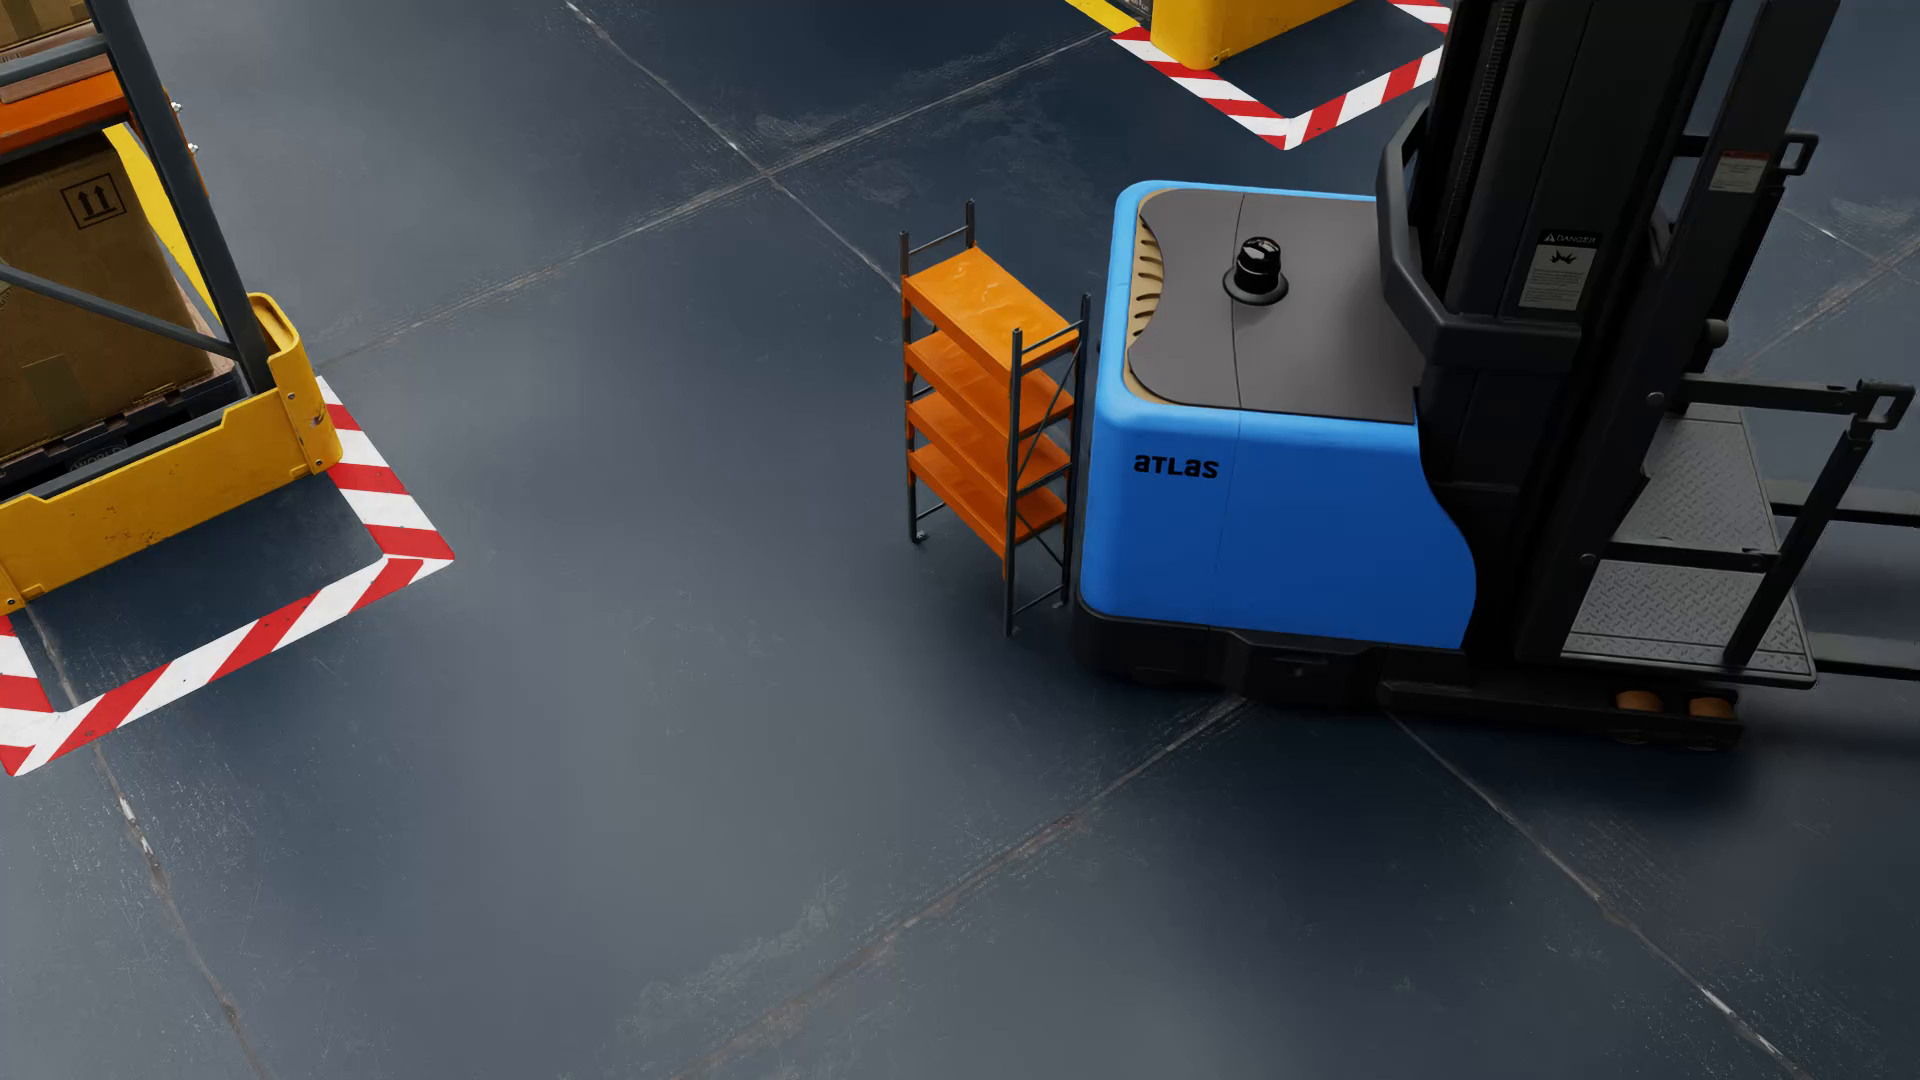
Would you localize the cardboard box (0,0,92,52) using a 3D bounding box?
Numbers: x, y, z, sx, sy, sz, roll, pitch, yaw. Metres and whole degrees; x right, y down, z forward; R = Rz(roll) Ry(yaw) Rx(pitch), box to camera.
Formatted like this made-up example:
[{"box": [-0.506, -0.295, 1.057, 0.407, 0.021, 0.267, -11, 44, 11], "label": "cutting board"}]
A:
[{"box": [-2.675, -1.583, 4.560, 0.500, 0.250, 0.500, -31, 55, -25], "label": "cardboard box"}]

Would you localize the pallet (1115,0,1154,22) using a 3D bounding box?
[{"box": [0.874, -2.918, 7.753, 1.003, 0.211, 1.213, -29, 54, -24], "label": "pallet"}]

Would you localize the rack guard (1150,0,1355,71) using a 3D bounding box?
[{"box": [1.367, -2.503, 7.181, 1.175, 0.500, 0.348, -29, 54, -24], "label": "rack guard"}]

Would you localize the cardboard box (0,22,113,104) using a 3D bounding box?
[{"box": [-2.552, -1.402, 4.666, 0.380, 0.149, 0.250, -29, 54, -24], "label": "cardboard box"}]

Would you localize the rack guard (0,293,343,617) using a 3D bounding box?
[{"box": [-2.585, -0.275, 5.162, 1.175, 0.500, 0.348, -29, 54, -24], "label": "rack guard"}]

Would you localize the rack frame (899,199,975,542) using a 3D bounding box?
[{"box": [-0.061, -0.454, 4.852, 0.240, 1.200, 0.015, -29, 54, -24], "label": "rack frame"}]

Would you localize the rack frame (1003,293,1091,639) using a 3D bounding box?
[{"box": [0.230, -0.164, 4.589, 0.240, 1.200, 0.015, -29, 54, -24], "label": "rack frame"}]

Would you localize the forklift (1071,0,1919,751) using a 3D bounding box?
[{"box": [1.882, -0.808, 4.004, 3.031, 2.935, 1.130, 5, 48, 5], "label": "forklift"}]

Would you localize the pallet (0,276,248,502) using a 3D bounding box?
[{"box": [-3.146, -0.629, 5.677, 1.003, 0.211, 1.213, -29, 54, -24], "label": "pallet"}]

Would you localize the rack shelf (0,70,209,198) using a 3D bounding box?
[{"box": [-3.811, -2.067, 5.584, 1.077, 0.370, 4.000, -29, 54, -24], "label": "rack shelf"}]

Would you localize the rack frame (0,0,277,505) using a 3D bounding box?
[{"box": [-2.600, -1.129, 4.249, 1.000, 3.000, 0.127, -29, 54, -24], "label": "rack frame"}]

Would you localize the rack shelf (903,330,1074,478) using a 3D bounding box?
[{"box": [0.085, -0.414, 4.604, 0.258, 0.148, 0.480, -29, 54, -24], "label": "rack shelf"}]

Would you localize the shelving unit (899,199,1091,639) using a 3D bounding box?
[{"box": [0.085, -0.309, 4.720, 0.258, 1.200, 0.503, -29, 54, -24], "label": "shelving unit"}]

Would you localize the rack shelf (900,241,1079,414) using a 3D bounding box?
[{"box": [0.085, -0.573, 4.429, 0.258, 0.148, 0.480, -29, 54, -24], "label": "rack shelf"}]

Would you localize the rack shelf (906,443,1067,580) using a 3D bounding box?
[{"box": [0.085, -0.130, 4.917, 0.258, 0.148, 0.480, -29, 54, -24], "label": "rack shelf"}]

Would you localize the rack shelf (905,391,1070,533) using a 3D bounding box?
[{"box": [0.085, -0.264, 4.770, 0.258, 0.148, 0.480, -29, 54, -24], "label": "rack shelf"}]

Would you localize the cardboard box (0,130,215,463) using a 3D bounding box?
[{"box": [-3.051, -0.898, 5.190, 0.875, 0.875, 0.875, -29, 54, -24], "label": "cardboard box"}]
